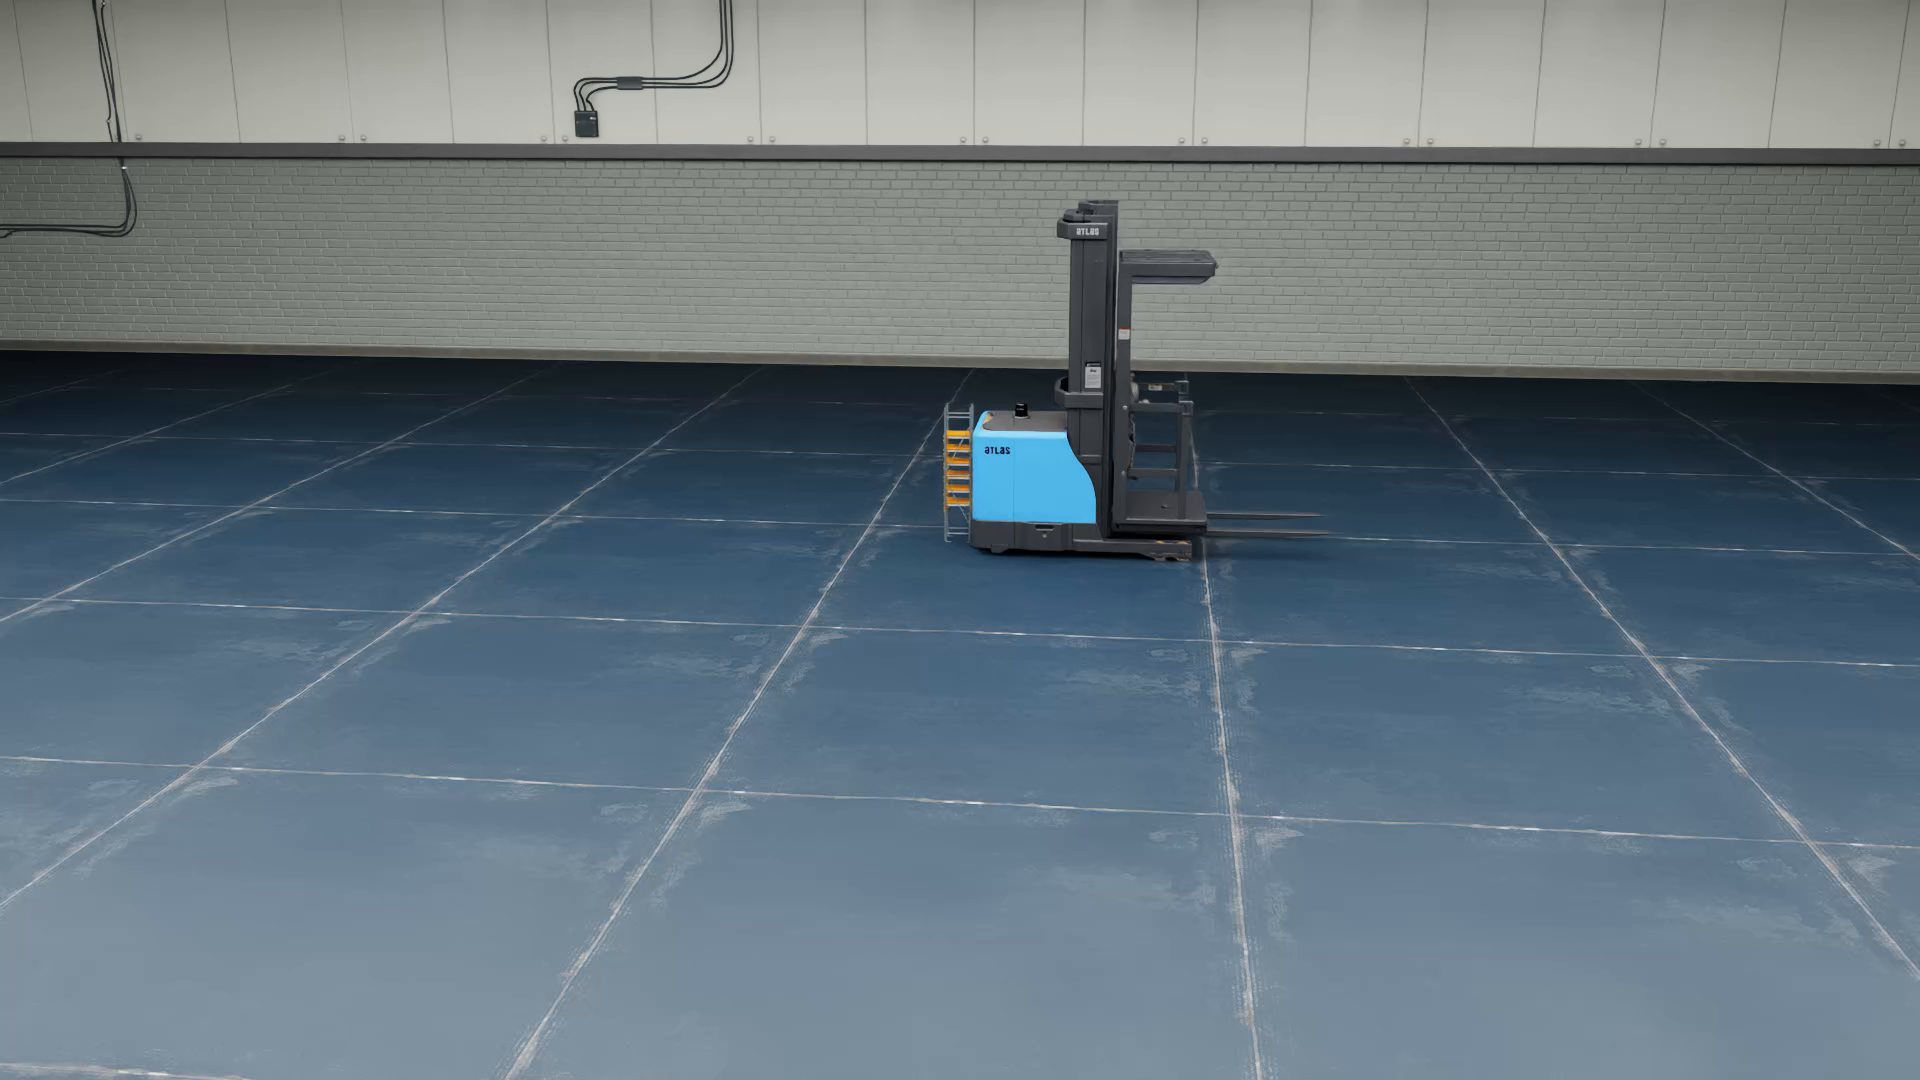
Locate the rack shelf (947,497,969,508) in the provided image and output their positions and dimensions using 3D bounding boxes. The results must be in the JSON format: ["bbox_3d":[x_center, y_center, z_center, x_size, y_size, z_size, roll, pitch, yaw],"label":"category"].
[{"bbox_3d":[-0.010,-0.308,14.593,0.258,0.103,0.180,1,15,4],"label":"rack shelf"}]

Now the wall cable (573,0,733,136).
[{"bbox_3d":[-4.281,-8.574,22.614,2.305,6.003,0.169,2,15,6],"label":"wall cable"}]

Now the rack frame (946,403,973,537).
[{"bbox_3d":[-0.004,-0.607,14.607,0.240,1.200,0.006,1,15,4],"label":"rack frame"}]

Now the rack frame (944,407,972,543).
[{"bbox_3d":[-0.017,-0.559,14.431,0.240,1.200,0.006,1,15,4],"label":"rack frame"}]

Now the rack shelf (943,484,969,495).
[{"bbox_3d":[-0.010,-0.424,14.562,0.258,0.103,0.180,1,15,4],"label":"rack shelf"}]

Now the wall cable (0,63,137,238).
[{"bbox_3d":[-13.712,-5.717,24.512,3.097,2.526,0.112,2,15,6],"label":"wall cable"}]

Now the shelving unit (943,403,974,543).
[{"bbox_3d":[-0.010,-0.583,14.519,0.258,1.200,0.189,1,15,4],"label":"shelving unit"}]

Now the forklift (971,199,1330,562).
[{"bbox_3d":[1.641,-1.379,14.146,3.031,2.935,1.130,1,15,5],"label":"forklift"}]

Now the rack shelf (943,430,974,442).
[{"bbox_3d":[-0.010,-0.888,14.437,0.258,0.103,0.180,1,15,4],"label":"rack shelf"}]

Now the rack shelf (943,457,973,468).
[{"bbox_3d":[-0.010,-0.656,14.499,0.258,0.103,0.180,1,15,4],"label":"rack shelf"}]

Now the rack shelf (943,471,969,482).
[{"bbox_3d":[-0.010,-0.540,14.531,0.258,0.103,0.180,1,15,4],"label":"rack shelf"}]

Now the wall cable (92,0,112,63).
[{"bbox_3d":[-11.024,-8.075,23.559,3.097,2.526,0.112,2,15,6],"label":"wall cable"}]

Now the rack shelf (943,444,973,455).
[{"bbox_3d":[-0.010,-0.772,14.468,0.258,0.103,0.180,1,15,4],"label":"rack shelf"}]
